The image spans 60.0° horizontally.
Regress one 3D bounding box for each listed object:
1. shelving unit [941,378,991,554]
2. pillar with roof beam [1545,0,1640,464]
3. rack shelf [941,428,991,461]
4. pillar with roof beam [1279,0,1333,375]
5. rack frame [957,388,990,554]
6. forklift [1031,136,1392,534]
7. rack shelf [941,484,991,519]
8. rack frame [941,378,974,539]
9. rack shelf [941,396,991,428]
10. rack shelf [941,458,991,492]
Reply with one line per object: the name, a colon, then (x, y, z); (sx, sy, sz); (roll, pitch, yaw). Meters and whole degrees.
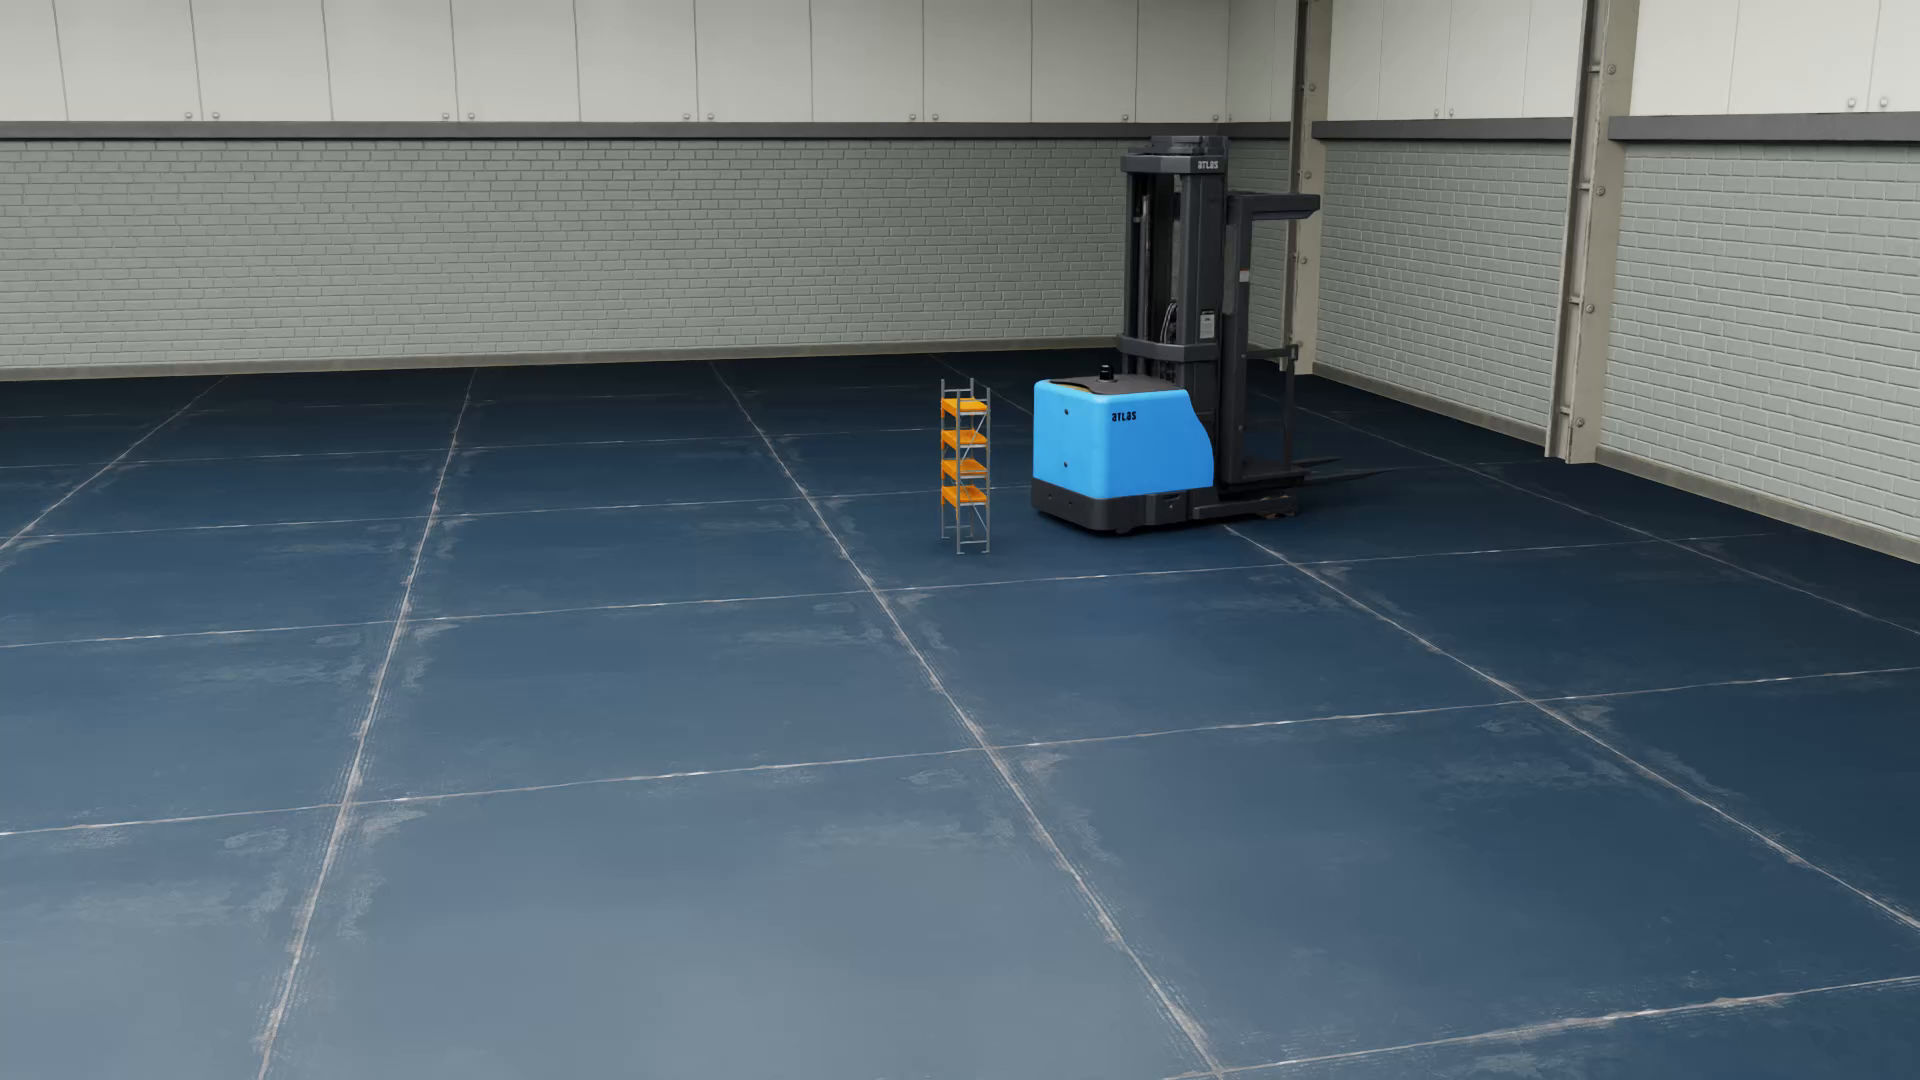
shelving unit: (0.039, -0.545, 12.128); (0.258, 1.200, 0.503); (-3, 14, -13)
pillar with roof beam: (1.515, -4.886, 13.466); (9.100, 9.000, 0.400); (-3, 14, -13)
rack shelf: (0.039, -0.697, 12.091); (0.258, 0.148, 0.480); (-3, 14, -13)
pillar with roof beam: (0.106, -6.270, 19.132); (9.100, 9.000, 0.400); (-3, 14, -13)
rack frame: (0.096, -0.488, 11.898); (0.240, 1.200, 0.015); (-3, 14, -13)
forklift: (2.111, -1.693, 13.182); (3.031, 2.935, 1.130); (-7, 15, -27)
rack shelf: (0.039, -0.286, 12.191); (0.258, 0.148, 0.480); (-3, 14, -13)
rack frame: (-0.018, -0.601, 12.359); (0.240, 1.200, 0.015); (-3, 14, -13)
rack shelf: (0.039, -0.926, 12.035); (0.258, 0.148, 0.480); (-3, 14, -13)
rack shelf: (0.039, -0.479, 12.144); (0.258, 0.148, 0.480); (-3, 14, -13)
